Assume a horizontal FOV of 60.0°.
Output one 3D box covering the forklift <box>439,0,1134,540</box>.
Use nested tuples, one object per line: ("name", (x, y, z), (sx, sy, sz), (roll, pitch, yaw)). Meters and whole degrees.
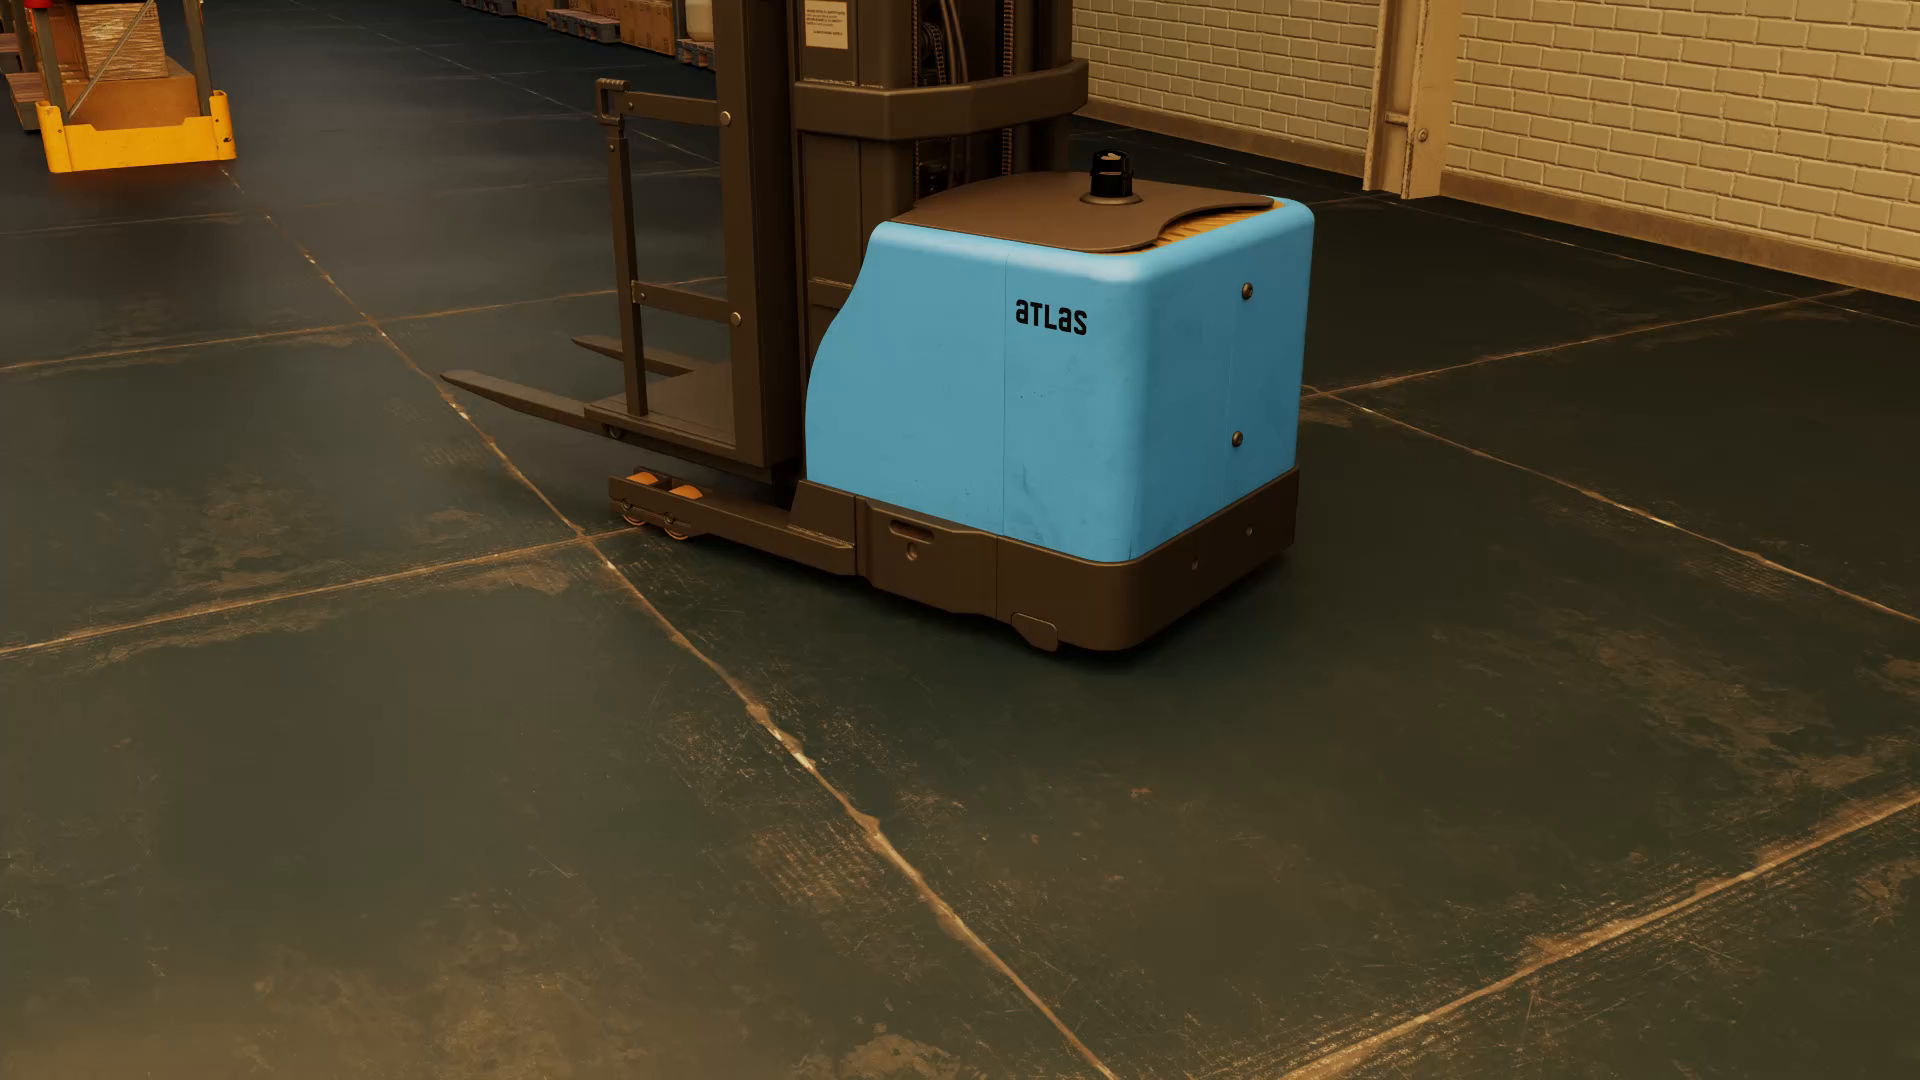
("forklift", (-0.479, -1.499, 4.926), (3.031, 2.935, 1.121), (16, 27, 34))
